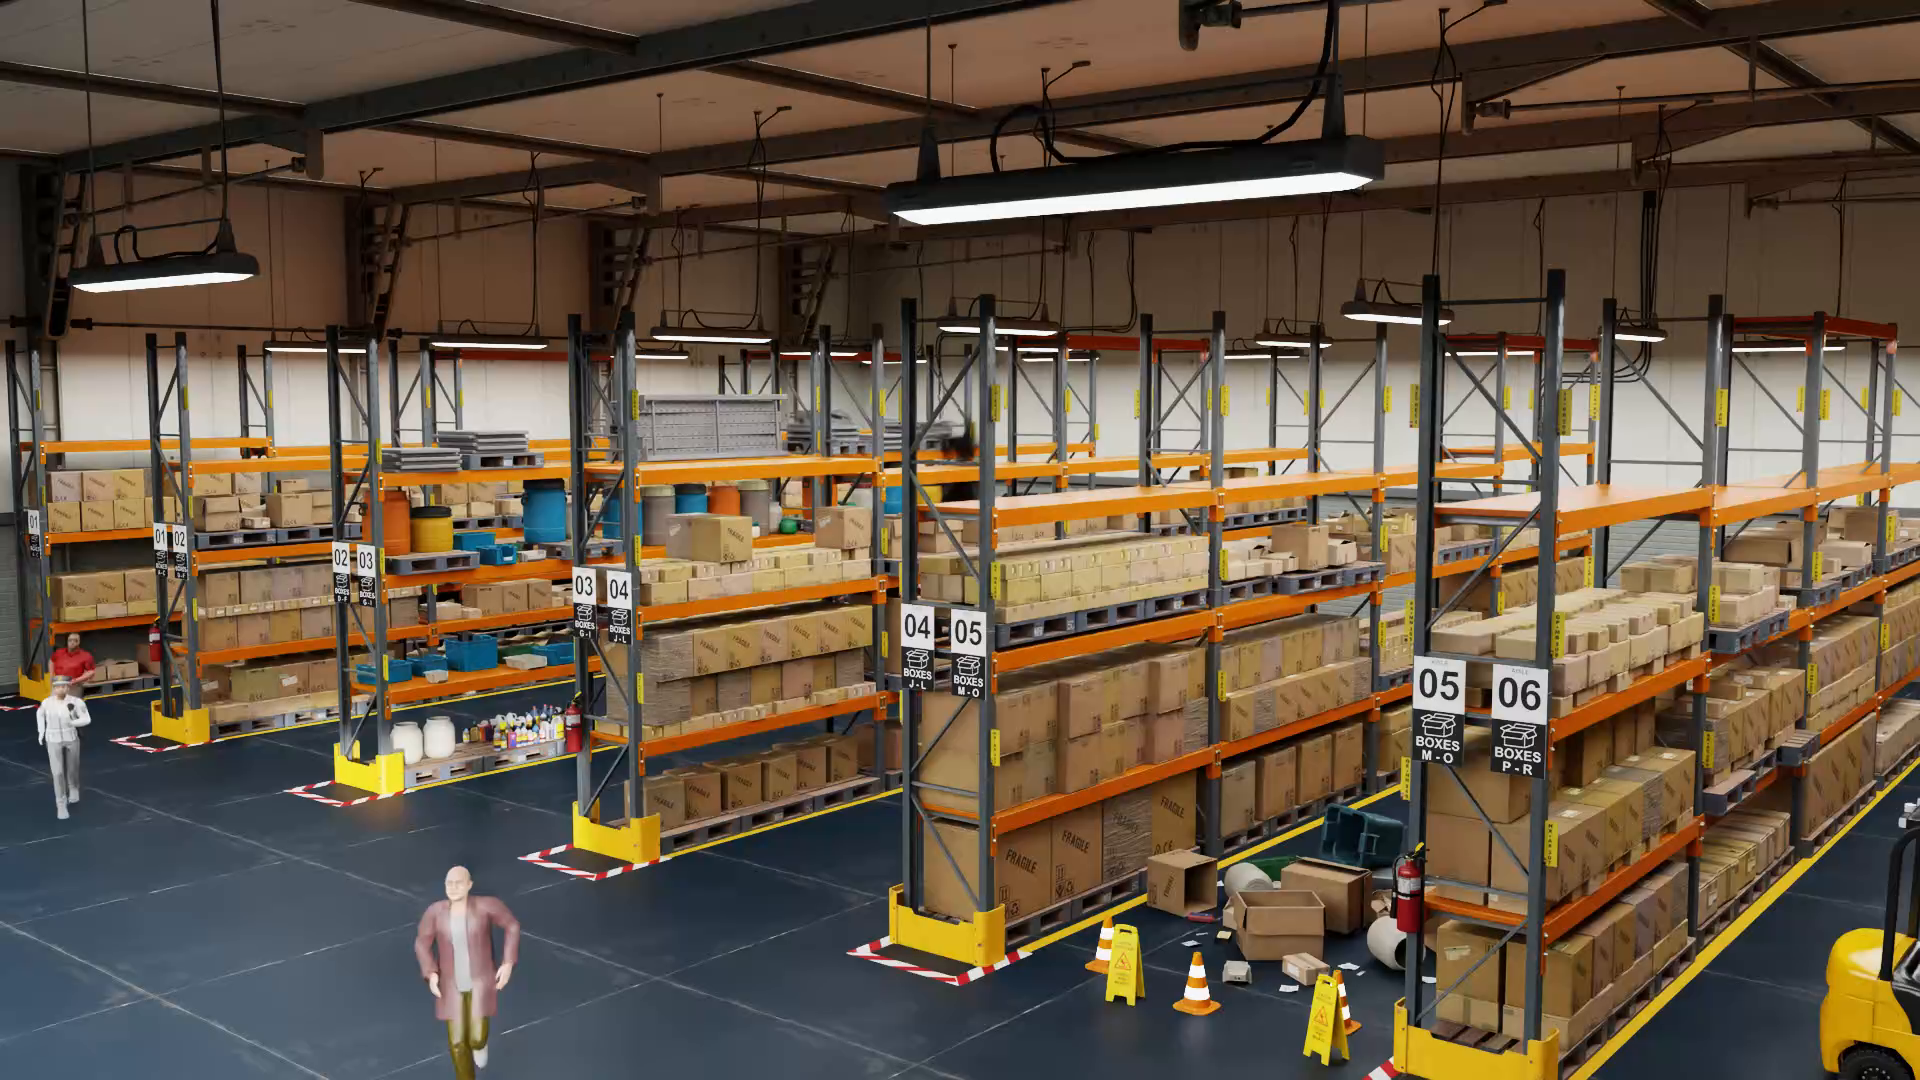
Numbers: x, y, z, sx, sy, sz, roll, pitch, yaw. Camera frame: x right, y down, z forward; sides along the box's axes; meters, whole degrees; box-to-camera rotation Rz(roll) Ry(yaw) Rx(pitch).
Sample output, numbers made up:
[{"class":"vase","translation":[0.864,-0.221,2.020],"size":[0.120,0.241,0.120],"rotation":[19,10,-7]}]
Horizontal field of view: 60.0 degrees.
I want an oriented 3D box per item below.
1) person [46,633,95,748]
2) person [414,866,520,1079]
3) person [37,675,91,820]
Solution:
[{"class":"person","translation":[-12.835,2.172,23.962],"size":[0.712,1.677,0.617],"rotation":[-1,5,-14]},{"class":"person","translation":[-3.591,3.222,12.122],"size":[0.736,1.751,0.702],"rotation":[0,5,-5]},{"class":"person","translation":[-10.930,2.471,20.302],"size":[0.600,1.699,0.926],"rotation":[-2,6,-25]}]
